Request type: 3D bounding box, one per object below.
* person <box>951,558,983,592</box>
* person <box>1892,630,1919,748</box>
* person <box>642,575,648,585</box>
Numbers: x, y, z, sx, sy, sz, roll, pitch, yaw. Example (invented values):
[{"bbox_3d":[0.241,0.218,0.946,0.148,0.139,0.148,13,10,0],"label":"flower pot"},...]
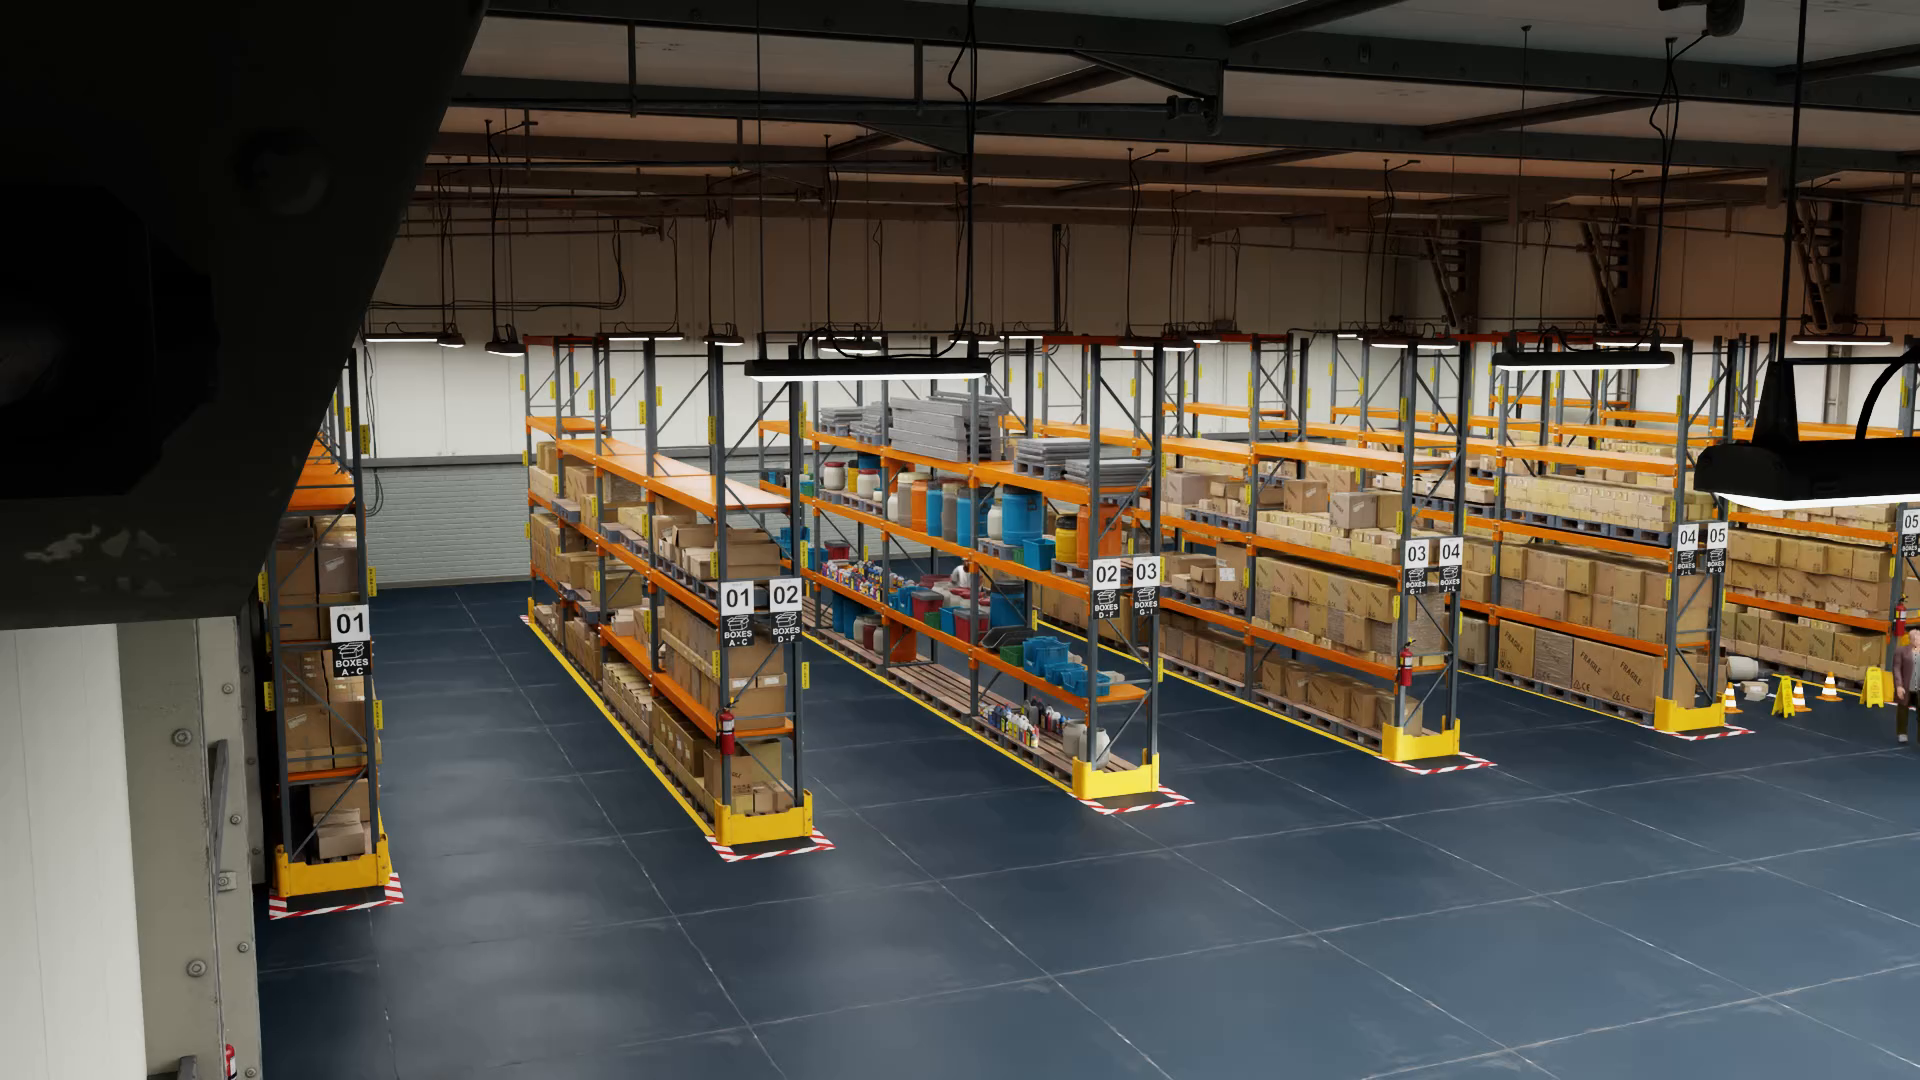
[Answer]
[{"bbox_3d":[0.135,1.086,33.242,0.719,1.683,0.648,-2,8,-15],"label":"person"},{"bbox_3d":[14.079,2.187,24.541,0.609,1.741,0.967,3,8,23],"label":"person"},{"bbox_3d":[-7.042,0.304,39.141,1.119,1.662,0.508,-1,8,-4],"label":"person"}]
